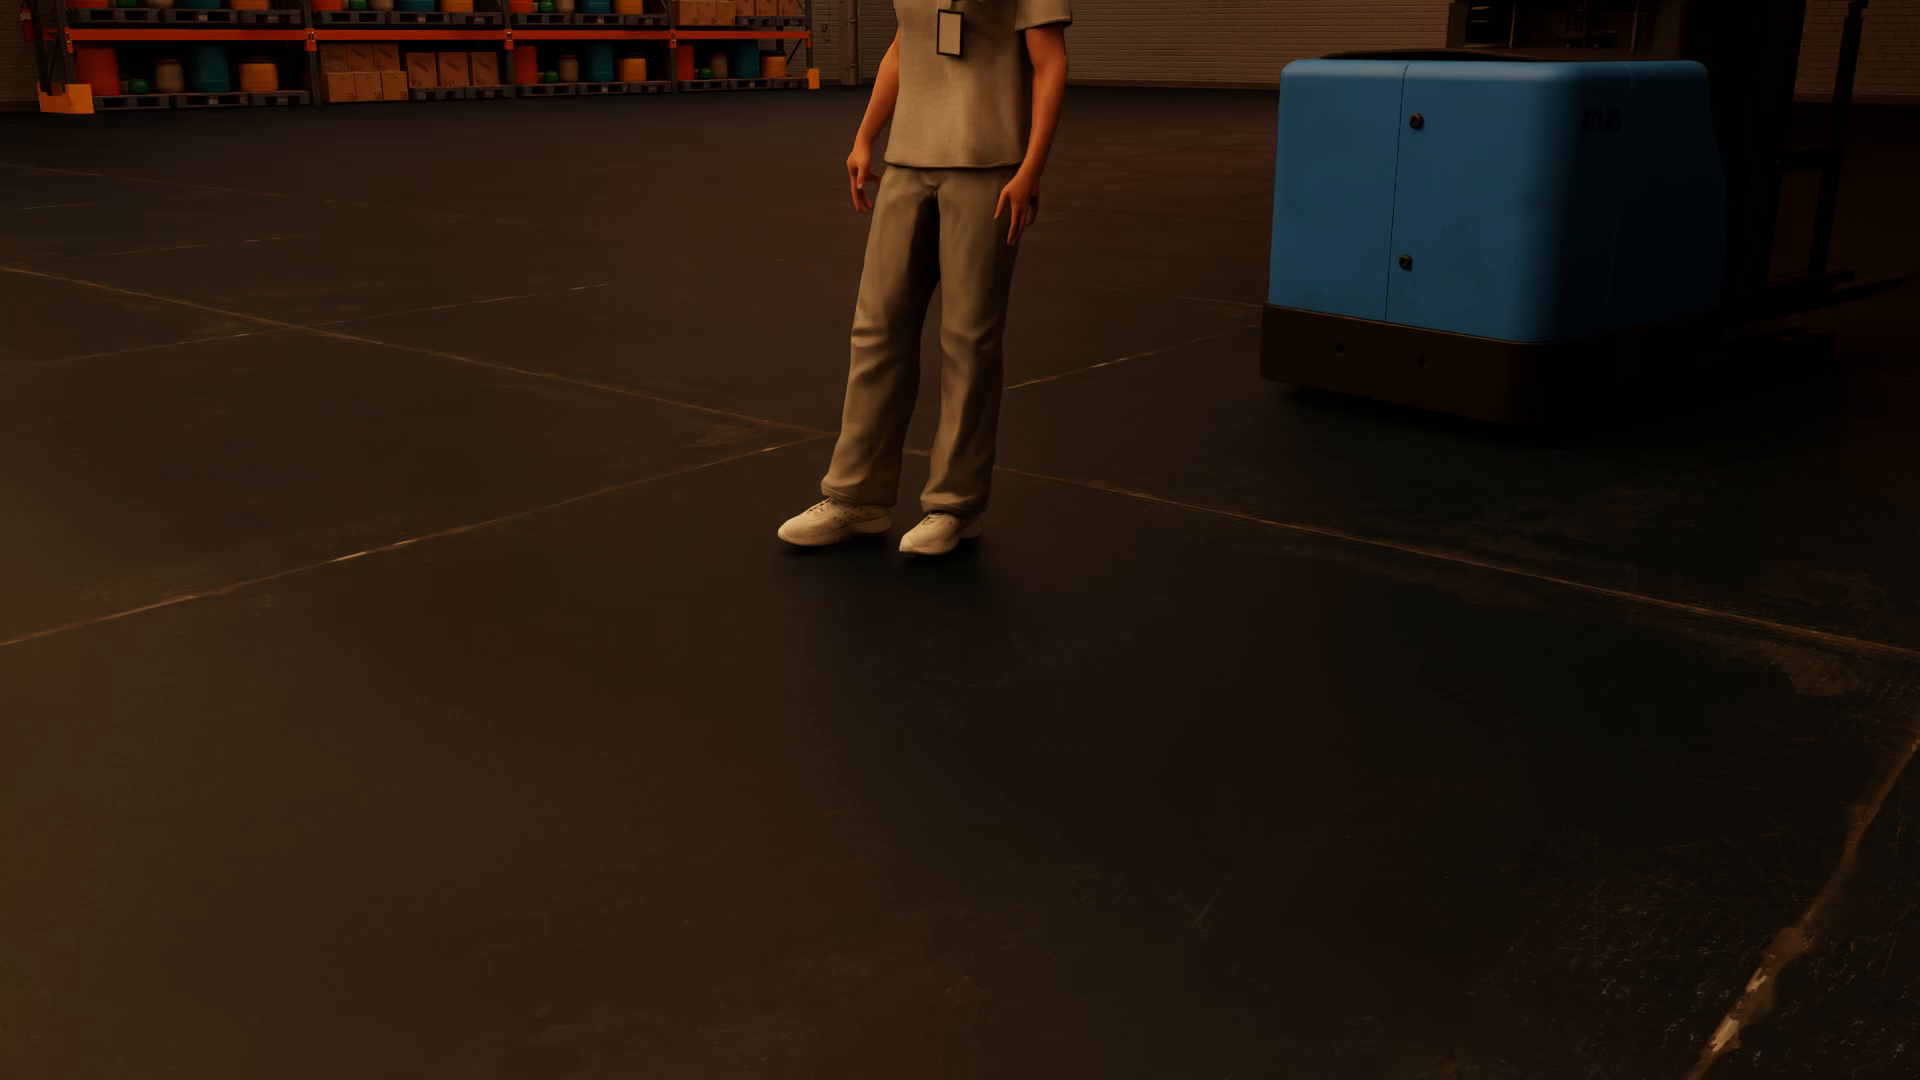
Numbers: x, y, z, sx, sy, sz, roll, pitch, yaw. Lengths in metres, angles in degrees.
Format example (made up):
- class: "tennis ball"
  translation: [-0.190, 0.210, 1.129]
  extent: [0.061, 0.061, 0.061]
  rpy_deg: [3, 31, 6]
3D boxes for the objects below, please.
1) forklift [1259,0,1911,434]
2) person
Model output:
- class: "forklift"
  translation: [2.442, -2.044, 5.629]
  extent: [3.031, 2.935, 1.130]
  rpy_deg: [-14, 22, -38]
- class: "person"
  translation: [-0.058, -0.795, 3.650]
  extent: [0.549, 1.673, 0.548]
  rpy_deg: [13, 21, 37]
